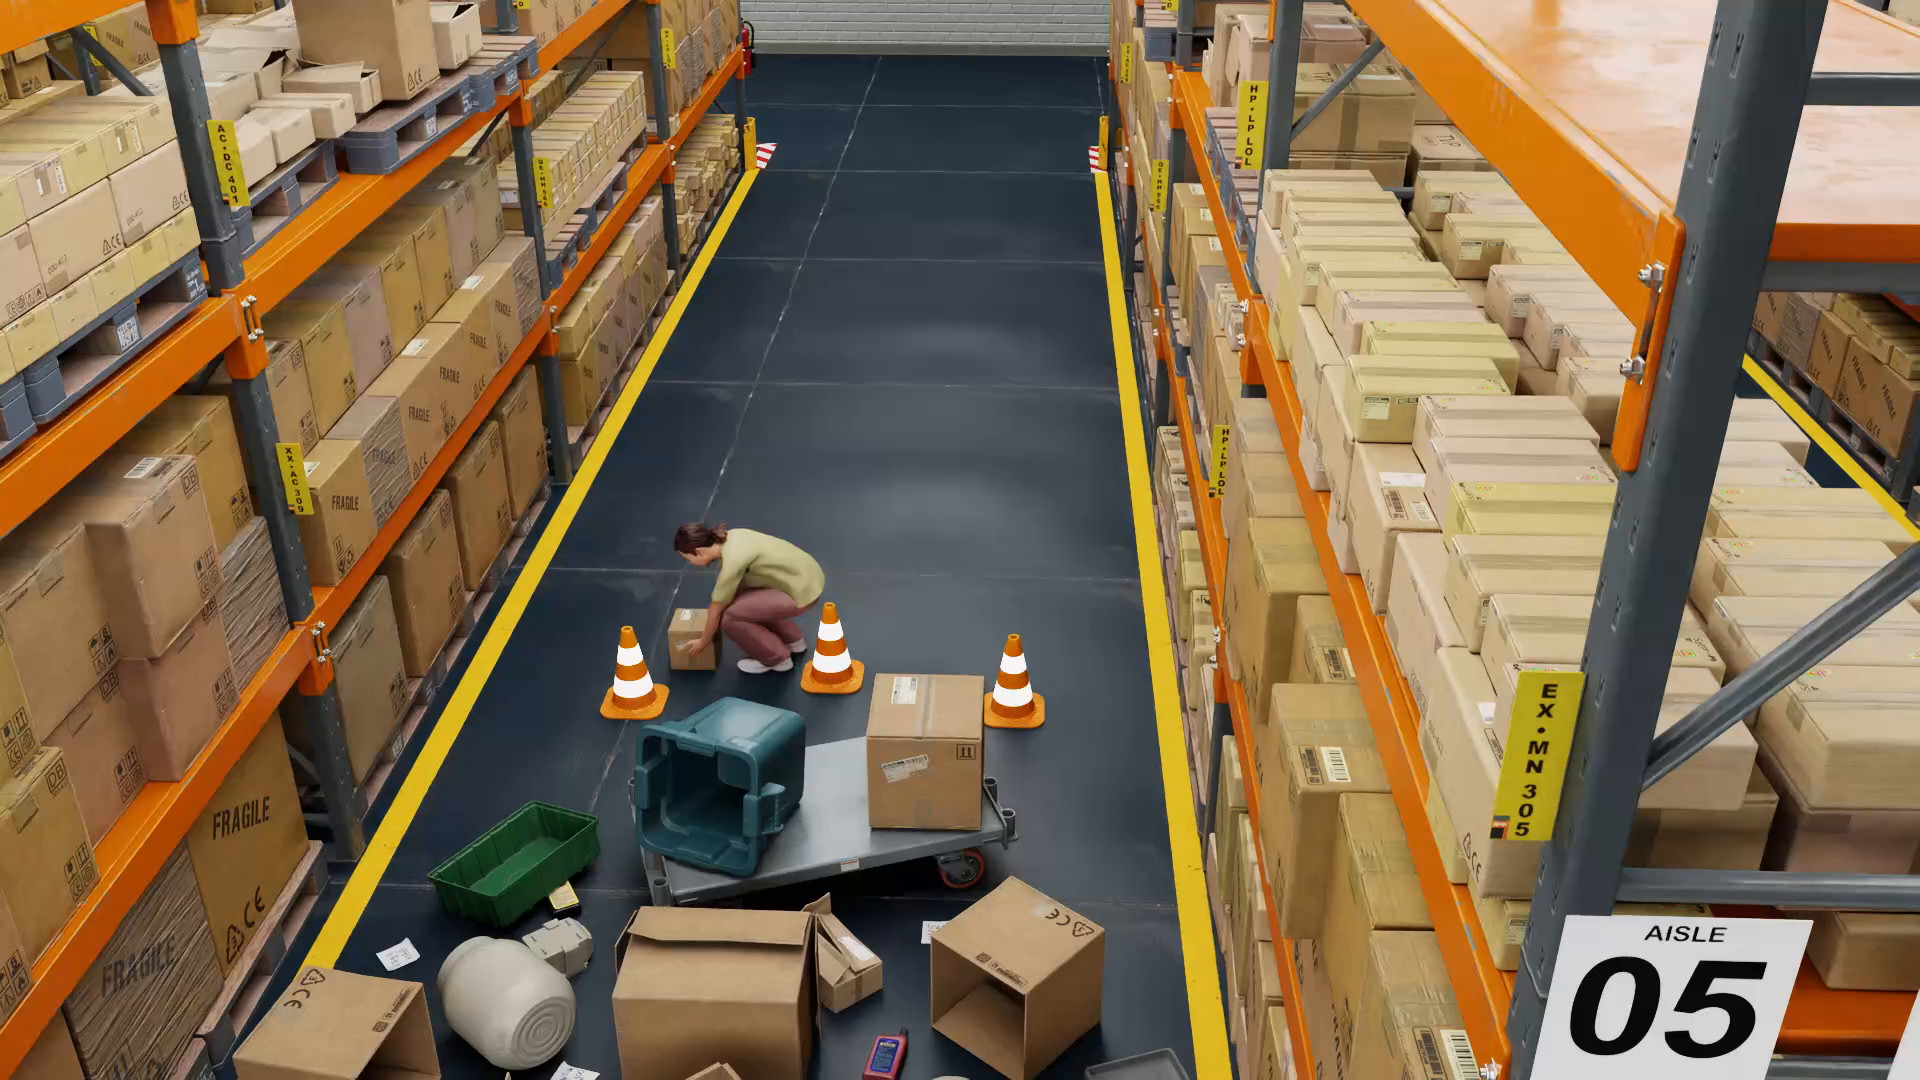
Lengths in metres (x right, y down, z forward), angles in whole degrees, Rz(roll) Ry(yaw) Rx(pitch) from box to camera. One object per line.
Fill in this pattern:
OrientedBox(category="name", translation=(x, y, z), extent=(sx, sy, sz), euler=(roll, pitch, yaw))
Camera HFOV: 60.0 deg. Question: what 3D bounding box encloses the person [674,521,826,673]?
OrientedBox(category="person", translation=(-1.144, 0.291, 9.139), extent=(0.798, 0.891, 0.489), euler=(1, 28, 2))
